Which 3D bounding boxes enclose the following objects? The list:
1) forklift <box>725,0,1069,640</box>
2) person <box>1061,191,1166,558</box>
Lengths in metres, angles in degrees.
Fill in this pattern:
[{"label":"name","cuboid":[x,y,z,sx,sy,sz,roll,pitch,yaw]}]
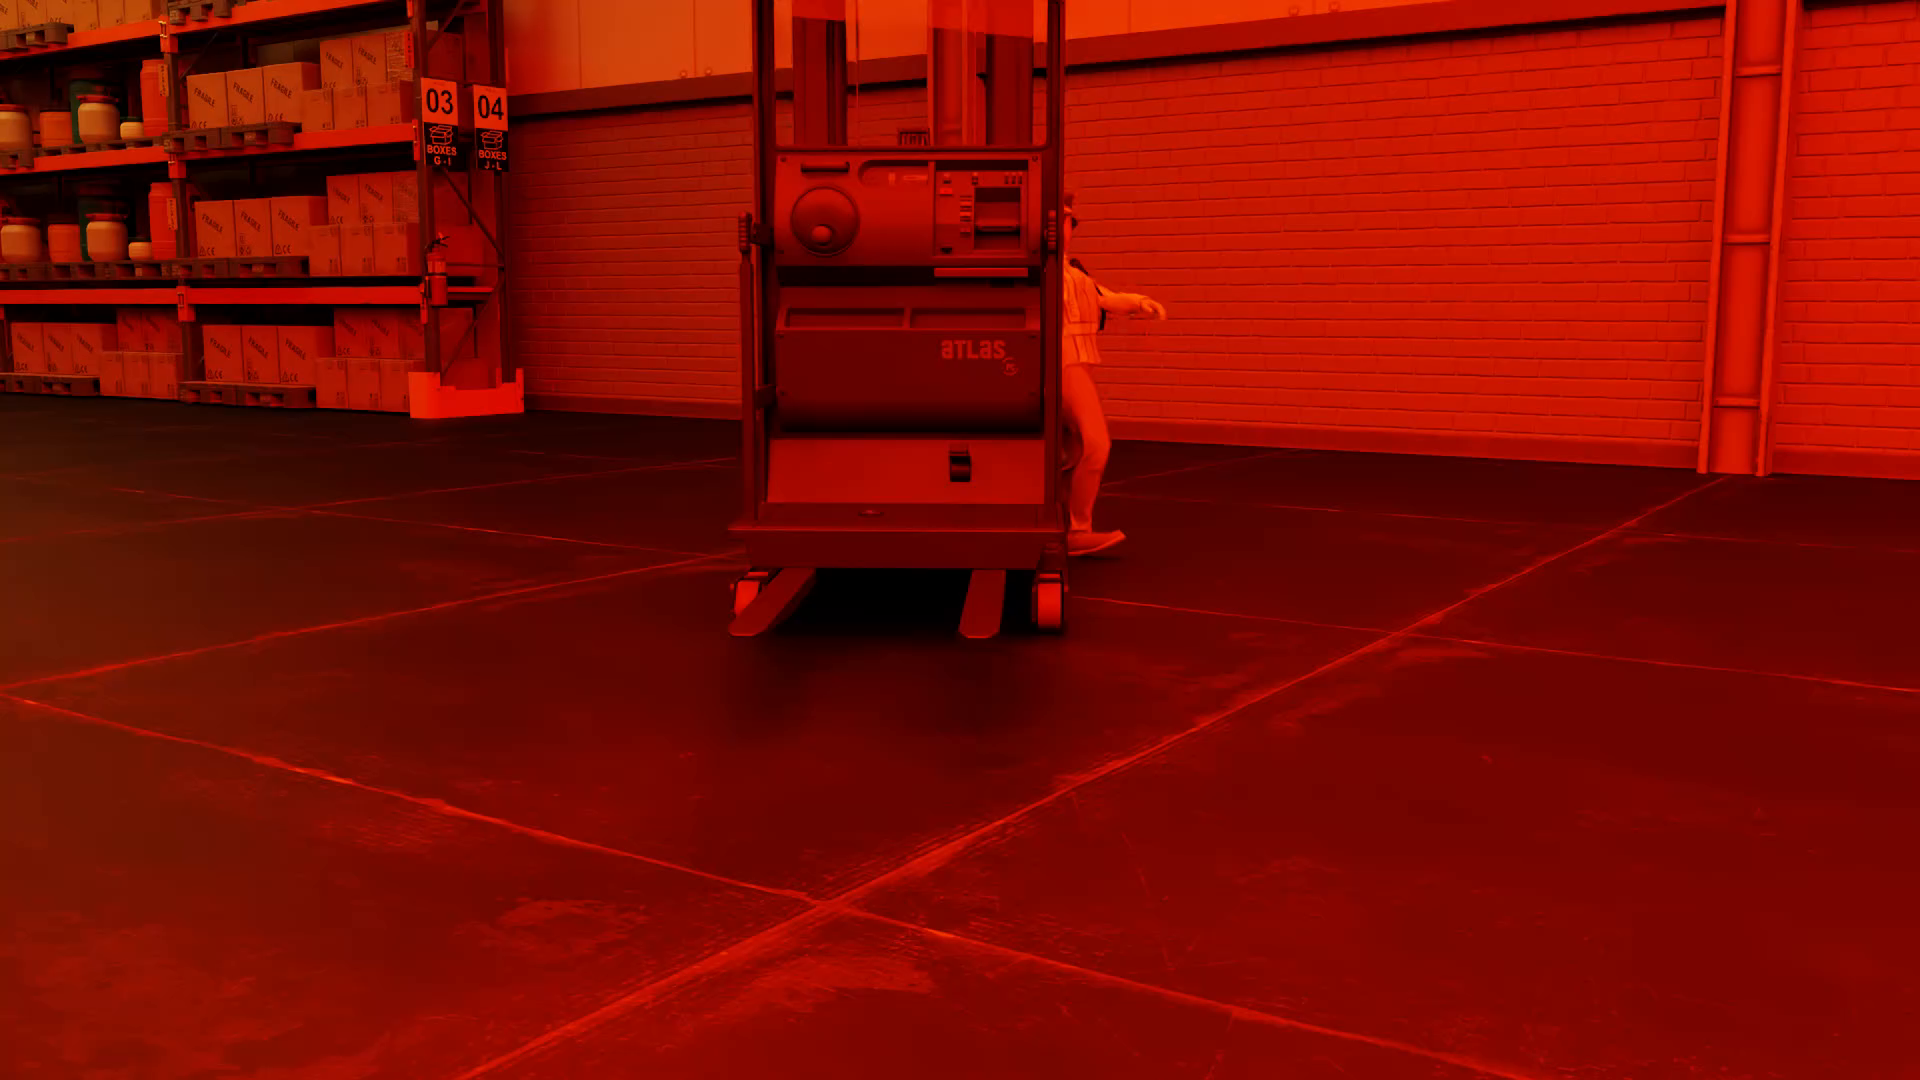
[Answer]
[{"label":"forklift","cuboid":[-0.188,-1.195,5.600,1.130,2.935,3.031,0,8,3]},{"label":"person","cuboid":[0.460,-0.711,7.117,0.841,1.556,0.713,2,8,15]}]
